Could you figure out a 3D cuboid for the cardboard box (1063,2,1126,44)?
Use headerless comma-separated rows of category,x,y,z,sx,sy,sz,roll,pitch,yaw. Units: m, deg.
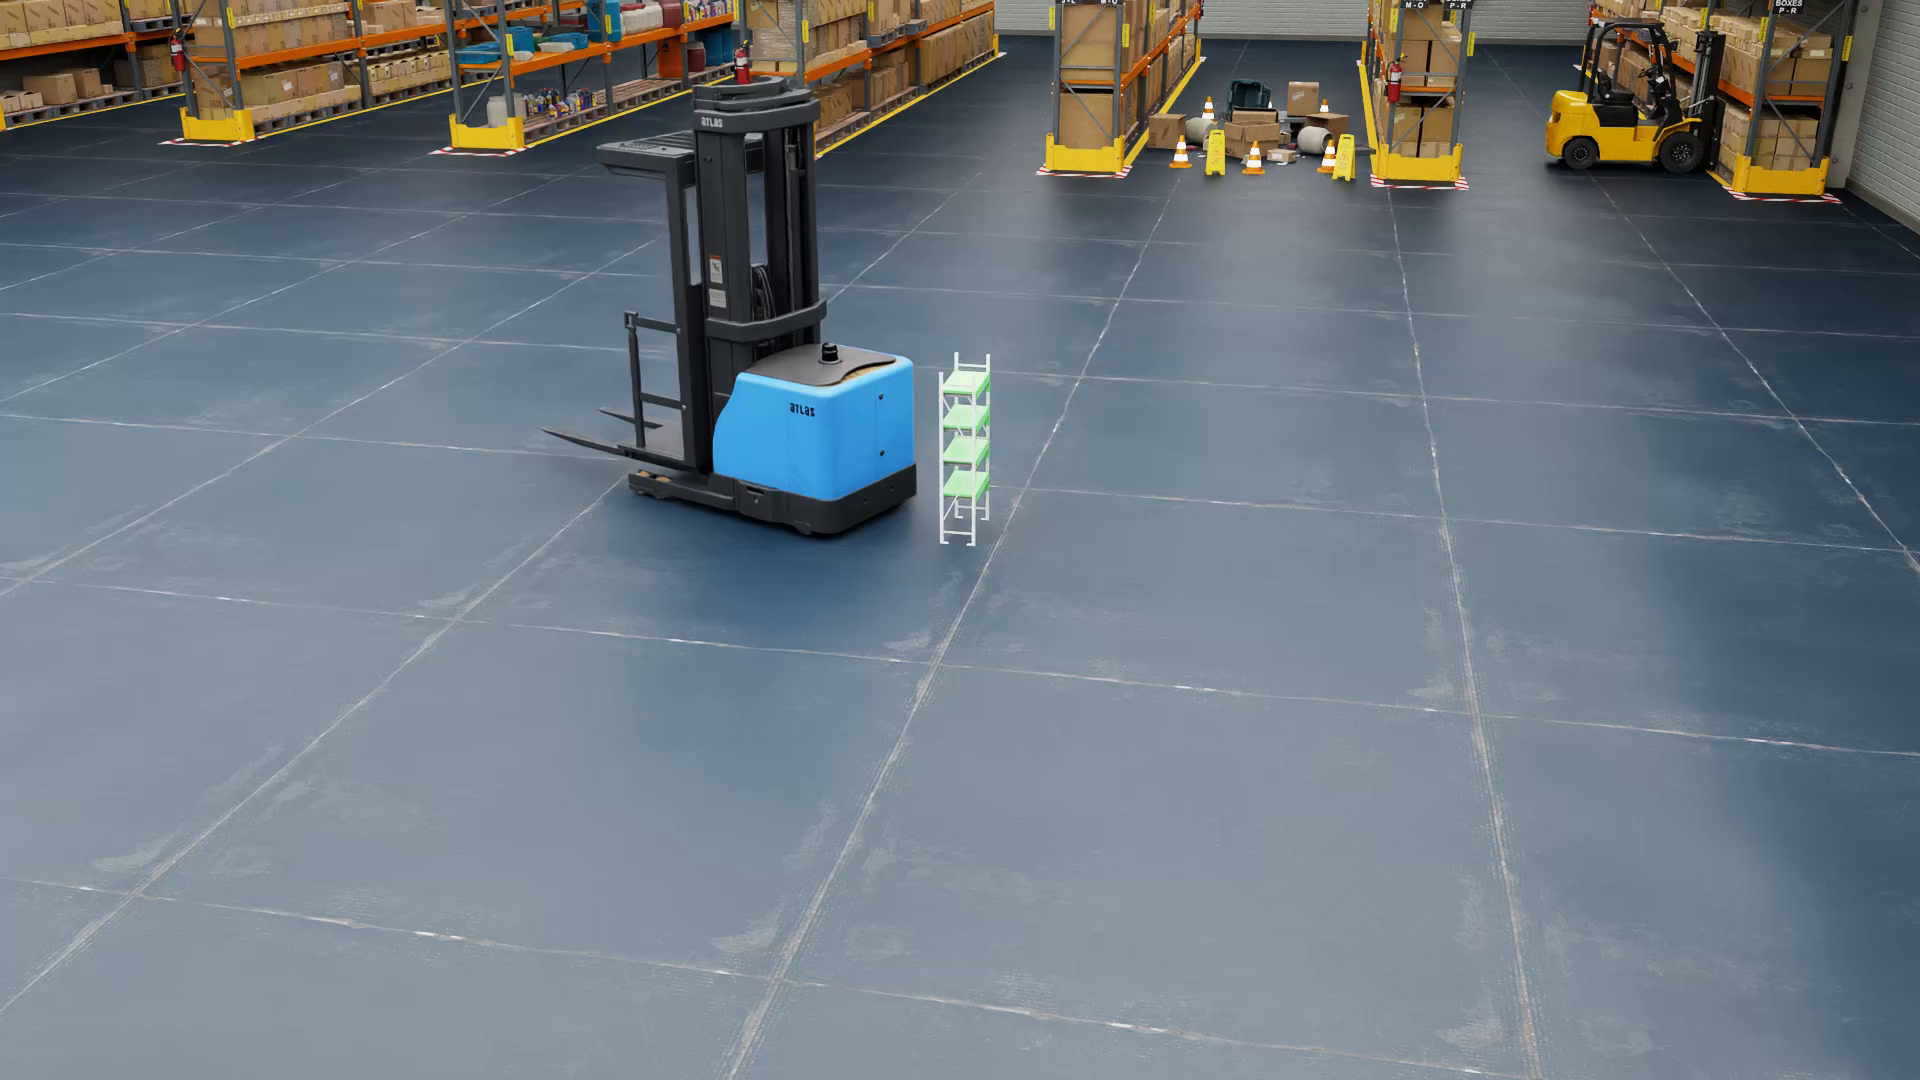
cardboard box,2.024,-7.783,25.018,0.875,0.550,0.550,4,22,11

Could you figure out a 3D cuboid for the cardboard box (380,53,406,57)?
cardboard box,-11.589,-9.809,34.061,0.500,0.311,0.500,4,22,9

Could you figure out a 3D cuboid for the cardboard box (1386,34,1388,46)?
cardboard box,7.151,-8.062,26.824,0.500,0.500,0.500,4,22,11

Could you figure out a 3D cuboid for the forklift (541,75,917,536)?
forklift,-1.817,-1.799,11.897,3.031,2.935,1.130,14,26,32

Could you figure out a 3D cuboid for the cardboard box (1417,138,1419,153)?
cardboard box,7.324,-6.119,25.650,0.500,0.250,0.500,5,23,13

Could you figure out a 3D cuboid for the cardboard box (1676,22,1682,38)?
cardboard box,12.633,-8.745,28.584,0.500,0.250,0.500,5,22,12

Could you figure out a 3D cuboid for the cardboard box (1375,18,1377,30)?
cardboard box,8.466,-10.171,32.795,0.500,0.250,0.500,4,22,10

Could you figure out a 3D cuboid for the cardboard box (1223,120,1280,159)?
cardboard box,4.657,-6.417,26.613,0.797,0.503,0.637,-11,25,-26

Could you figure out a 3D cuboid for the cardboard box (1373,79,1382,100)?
cardboard box,8.285,-8.435,31.239,0.950,0.372,0.625,3,22,7

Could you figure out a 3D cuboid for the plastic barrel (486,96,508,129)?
plastic barrel,-7.713,-7.160,27.884,0.421,0.512,0.421,0,22,0

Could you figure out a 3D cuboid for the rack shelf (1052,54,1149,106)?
rack shelf,2.319,-7.478,26.868,1.077,0.370,4.000,4,22,11

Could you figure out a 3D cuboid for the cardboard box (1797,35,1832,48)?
cardboard box,11.915,-6.954,23.206,0.380,0.149,0.250,4,22,10

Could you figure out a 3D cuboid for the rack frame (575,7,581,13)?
rack frame,-9.357,-14.103,42.356,1.000,3.000,0.127,4,22,11

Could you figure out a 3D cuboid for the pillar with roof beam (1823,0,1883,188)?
pillar with roof beam,8.447,-9.659,23.292,9.100,9.000,0.400,4,22,11

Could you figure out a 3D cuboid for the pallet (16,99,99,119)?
pallet,-17.005,-8.101,31.187,1.003,0.211,1.213,4,22,11

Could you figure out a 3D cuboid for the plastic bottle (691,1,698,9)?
plastic bottle,-5.832,-11.713,36.588,0.152,0.276,0.135,4,22,11

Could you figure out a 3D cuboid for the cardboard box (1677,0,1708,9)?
cardboard box,13.528,-9.706,30.742,0.500,0.500,0.500,6,23,13

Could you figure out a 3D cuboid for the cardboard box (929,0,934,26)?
cardboard box,-0.823,-10.813,34.053,0.500,0.500,0.500,4,22,9

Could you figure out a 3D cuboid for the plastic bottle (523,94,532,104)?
plastic bottle,-7.691,-7.755,29.550,0.144,0.351,0.185,5,23,13

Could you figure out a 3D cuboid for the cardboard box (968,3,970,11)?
cardboard box,0.017,-12.042,37.576,0.380,0.149,0.250,5,23,13

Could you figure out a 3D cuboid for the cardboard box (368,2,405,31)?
cardboard box,-11.423,-10.416,33.068,0.500,0.500,0.500,4,22,11

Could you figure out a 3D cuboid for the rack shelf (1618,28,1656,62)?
rack shelf,13.678,-9.686,32.352,1.077,0.370,4.000,4,22,11

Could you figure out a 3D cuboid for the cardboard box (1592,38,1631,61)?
cardboard box,14.685,-11.034,37.516,0.797,0.503,0.637,4,22,9

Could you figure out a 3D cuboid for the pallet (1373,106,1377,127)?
pallet,7.998,-7.641,30.044,1.003,0.211,1.213,4,22,11

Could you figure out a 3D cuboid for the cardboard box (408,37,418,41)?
cardboard box,-14.354,-13.068,42.570,0.700,0.500,0.500,4,22,11

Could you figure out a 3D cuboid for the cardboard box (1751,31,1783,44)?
cardboard box,11.551,-7.185,23.779,0.380,0.149,0.250,5,22,12

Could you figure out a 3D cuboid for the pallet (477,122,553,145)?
pallet,-7.633,-6.907,28.221,1.003,0.211,1.213,4,22,11

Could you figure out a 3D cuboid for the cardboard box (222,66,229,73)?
cardboard box,-15.935,-10.331,35.747,0.700,0.500,0.500,5,22,12

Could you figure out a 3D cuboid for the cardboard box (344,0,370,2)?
cardboard box,-14.896,-13.353,40.091,0.980,0.700,0.700,5,22,12

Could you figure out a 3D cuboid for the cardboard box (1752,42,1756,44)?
cardboard box,11.570,-7.044,23.826,0.380,0.149,0.250,5,22,12

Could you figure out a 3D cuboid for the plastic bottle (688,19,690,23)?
plastic bottle,-5.685,-10.913,34.606,0.097,0.271,0.097,0,22,0

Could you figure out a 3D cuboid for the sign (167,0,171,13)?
sign,-13.150,-8.945,27.682,0.100,0.325,0.005,4,22,11

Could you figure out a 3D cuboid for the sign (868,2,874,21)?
sign,-1.575,-9.321,29.323,0.100,0.325,0.005,4,22,11

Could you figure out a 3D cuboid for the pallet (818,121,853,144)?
pallet,-2.457,-6.969,28.374,1.003,0.211,1.213,4,22,11

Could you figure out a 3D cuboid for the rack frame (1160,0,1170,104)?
rack frame,3.543,-10.006,32.182,1.000,3.000,0.127,4,22,11

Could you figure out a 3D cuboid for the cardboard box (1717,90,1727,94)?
cardboard box,12.048,-7.056,26.637,0.500,0.250,0.500,4,22,10

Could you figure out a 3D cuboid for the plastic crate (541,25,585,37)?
plastic crate,-7.188,-9.125,30.078,0.767,0.338,0.504,4,22,11

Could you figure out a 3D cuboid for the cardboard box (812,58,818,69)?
cardboard box,-2.497,-7.645,26.657,0.380,0.149,0.250,4,22,11

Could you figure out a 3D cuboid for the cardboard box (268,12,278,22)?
cardboard box,-12.121,-9.104,28.940,0.380,0.149,0.250,4,22,9

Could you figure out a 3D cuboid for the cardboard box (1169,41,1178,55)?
cardboard box,4.243,-10.179,34.392,0.500,0.250,0.500,3,22,9

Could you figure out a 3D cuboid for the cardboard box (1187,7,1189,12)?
cardboard box,4.897,-11.819,37.020,0.380,0.149,0.250,5,22,12

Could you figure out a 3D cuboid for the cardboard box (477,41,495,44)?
cardboard box,-10.408,-10.742,36.766,0.500,0.500,0.500,4,22,10

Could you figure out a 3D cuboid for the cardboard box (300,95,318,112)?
cardboard box,-11.986,-7.899,30.069,0.500,0.250,0.500,4,22,11

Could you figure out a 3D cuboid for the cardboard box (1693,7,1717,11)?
cardboard box,13.401,-9.501,29.928,0.380,0.149,0.250,5,23,13

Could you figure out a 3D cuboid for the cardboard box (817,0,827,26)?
cardboard box,-2.436,-8.506,26.588,0.500,0.500,0.500,4,22,11

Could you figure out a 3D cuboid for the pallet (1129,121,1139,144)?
pallet,2.495,-6.977,28.395,1.003,0.211,1.213,4,22,11

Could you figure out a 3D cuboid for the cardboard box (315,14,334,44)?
cardboard box,-11.991,-9.405,30.556,0.700,0.500,0.500,4,22,10

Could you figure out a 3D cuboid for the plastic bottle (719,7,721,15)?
plastic bottle,-5.290,-11.589,36.378,0.097,0.201,0.097,0,22,0

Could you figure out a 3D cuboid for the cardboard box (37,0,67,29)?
cardboard box,-16.764,-9.625,30.408,0.500,0.500,0.500,5,23,13

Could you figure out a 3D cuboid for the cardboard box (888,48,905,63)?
cardboard box,-1.399,-9.566,32.844,0.500,0.250,0.500,5,23,13

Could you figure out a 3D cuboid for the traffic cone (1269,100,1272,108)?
traffic cone,5.556,-7.768,30.022,0.336,0.463,0.334,4,22,11

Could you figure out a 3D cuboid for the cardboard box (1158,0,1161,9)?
cardboard box,3.442,-10.352,31.571,0.700,0.500,0.500,4,22,11

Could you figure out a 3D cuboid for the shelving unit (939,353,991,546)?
shelving unit,0.034,-0.617,11.280,0.258,1.200,0.503,4,22,11

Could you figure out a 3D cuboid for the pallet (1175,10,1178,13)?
pallet,4.061,-11.111,35.184,1.003,0.211,1.213,4,22,11

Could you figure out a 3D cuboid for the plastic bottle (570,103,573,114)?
plastic bottle,-6.945,-7.691,29.593,0.097,0.201,0.097,0,22,0
